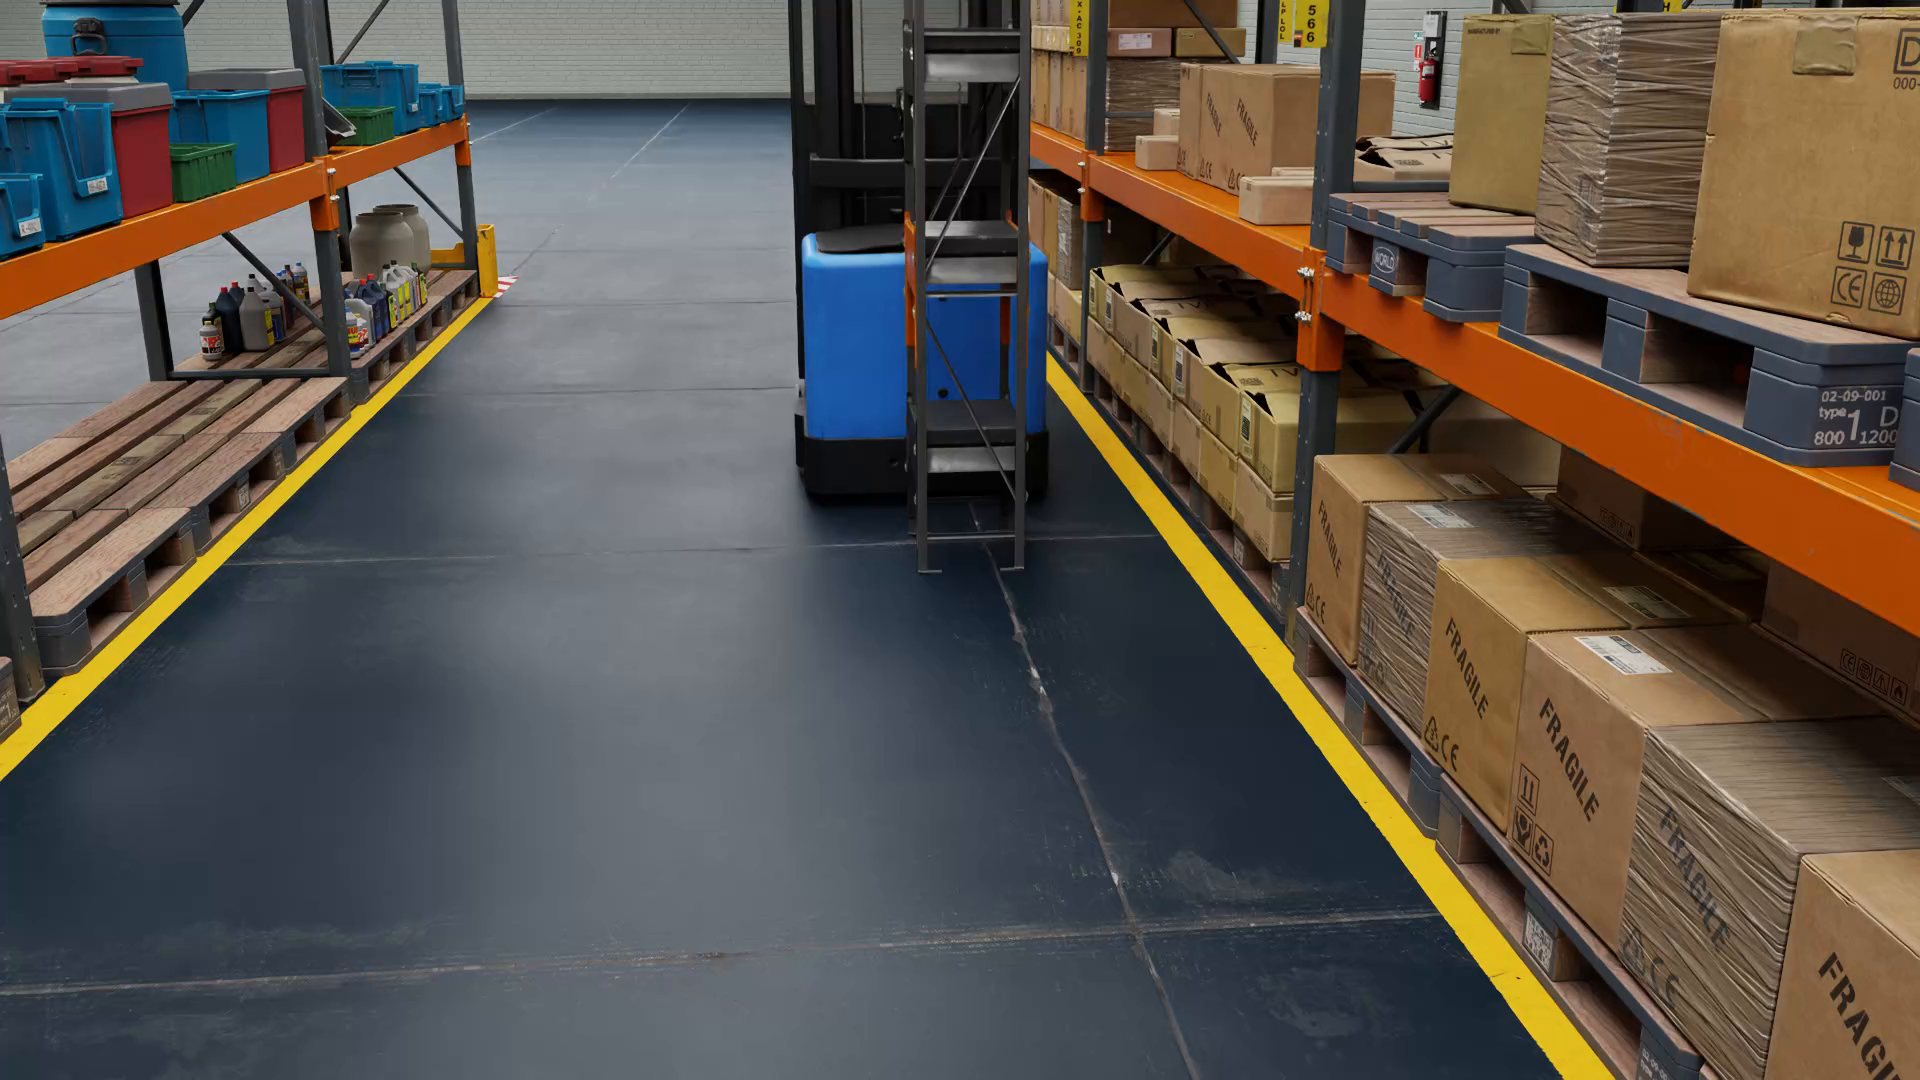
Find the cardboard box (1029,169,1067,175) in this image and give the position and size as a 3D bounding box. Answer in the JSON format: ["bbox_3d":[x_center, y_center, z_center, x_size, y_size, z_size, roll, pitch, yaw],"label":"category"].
[{"bbox_3d":[0.651,-2.395,11.934,0.500,0.500,0.500,-2,18,-6],"label":"cardboard box"}]

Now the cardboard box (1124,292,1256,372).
[{"bbox_3d":[1.072,-0.994,7.789,0.500,0.311,0.500,-2,18,-7],"label":"cardboard box"}]

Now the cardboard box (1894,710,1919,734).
[{"bbox_3d":[2.084,0.635,3.087,0.500,0.500,0.500,-2,17,-5],"label":"cardboard box"}]

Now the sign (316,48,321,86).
[{"bbox_3d":[-4.711,-3.428,12.128,0.100,0.325,0.005,-2,18,-6],"label":"sign"}]

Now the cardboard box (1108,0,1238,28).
[{"bbox_3d":[1.124,-3.071,9.118,0.700,0.500,0.500,-2,18,-5],"label":"cardboard box"}]

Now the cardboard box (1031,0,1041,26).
[{"bbox_3d":[0.864,-3.819,11.501,0.700,0.500,0.500,-2,18,-7],"label":"cardboard box"}]

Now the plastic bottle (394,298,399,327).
[{"bbox_3d":[-3.447,-1.390,10.033,0.097,0.201,0.097,0,17,0],"label":"plastic bottle"}]

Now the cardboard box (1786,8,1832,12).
[{"bbox_3d":[5.648,-3.152,10.675,0.500,0.500,0.500,-2,18,-7],"label":"cardboard box"}]

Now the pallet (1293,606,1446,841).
[{"bbox_3d":[1.628,0.474,4.816,1.003,0.211,1.213,-2,18,-6],"label":"pallet"}]

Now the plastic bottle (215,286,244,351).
[{"bbox_3d":[-4.104,-1.249,9.337,0.144,0.351,0.185,-2,18,-7],"label":"plastic bottle"}]

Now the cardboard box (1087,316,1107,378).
[{"bbox_3d":[0.971,-1.033,8.849,0.500,0.250,0.500,-2,18,-7],"label":"cardboard box"}]

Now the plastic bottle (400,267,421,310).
[{"bbox_3d":[-3.539,-1.613,10.619,0.152,0.276,0.135,-2,18,-5],"label":"plastic bottle"}]

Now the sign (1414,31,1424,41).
[{"bbox_3d":[5.824,-6.397,21.103,0.001,0.109,0.331,-2,18,-6],"label":"sign"}]

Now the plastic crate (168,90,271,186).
[{"bbox_3d":[-3.328,-1.794,7.409,0.392,0.384,0.575,-2,18,-6],"label":"plastic crate"}]

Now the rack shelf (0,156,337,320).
[{"bbox_3d":[-3.545,-1.181,6.633,1.077,0.370,4.000,-2,18,-6],"label":"rack shelf"}]

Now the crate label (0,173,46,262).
[{"bbox_3d":[-3.009,-0.986,5.089,0.303,0.233,0.416,-2,18,-6],"label":"crate label"}]

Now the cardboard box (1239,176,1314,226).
[{"bbox_3d":[1.221,-1.220,5.975,0.380,0.149,0.250,-2,18,-6],"label":"cardboard box"}]

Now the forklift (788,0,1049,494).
[{"bbox_3d":[-0.278,-1.986,8.111,1.130,2.935,3.031,-2,18,-5],"label":"forklift"}]

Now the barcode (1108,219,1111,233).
[{"bbox_3d":[0.788,-1.659,8.789,0.001,0.075,0.075,-2,18,-6],"label":"barcode"}]

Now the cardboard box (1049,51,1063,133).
[{"bbox_3d":[0.961,-2.911,10.775,0.700,0.500,0.500,-1,17,-4],"label":"cardboard box"}]

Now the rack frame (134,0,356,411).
[{"bbox_3d":[-3.751,-2.120,8.423,1.000,3.000,0.127,-2,18,-6],"label":"rack frame"}]

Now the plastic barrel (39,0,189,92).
[{"bbox_3d":[-4.013,-2.235,7.952,0.600,0.901,0.708,-2,18,-6],"label":"plastic barrel"}]

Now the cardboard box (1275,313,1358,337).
[{"bbox_3d":[1.660,-0.863,7.372,0.500,0.311,0.500,-2,18,-6],"label":"cardboard box"}]

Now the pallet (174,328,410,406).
[{"bbox_3d":[-3.779,-0.991,9.482,1.003,0.211,1.213,-2,18,-6],"label":"pallet"}]

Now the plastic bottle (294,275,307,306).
[{"bbox_3d":[-4.276,-1.606,10.723,0.097,0.201,0.097,0,17,0],"label":"plastic bottle"}]

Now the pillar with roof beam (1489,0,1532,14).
[{"bbox_3d":[1.722,-7.953,16.986,9.100,9.000,0.400,-2,18,-6],"label":"pillar with roof beam"}]

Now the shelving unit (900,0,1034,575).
[{"bbox_3d":[0.017,-0.952,6.205,0.431,2.100,0.503,-2,18,-6],"label":"shelving unit"}]

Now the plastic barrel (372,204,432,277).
[{"bbox_3d":[-4.020,-2.132,11.912,0.421,0.512,0.421,0,17,0],"label":"plastic barrel"}]

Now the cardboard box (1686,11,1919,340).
[{"bbox_3d":[1.758,-0.661,2.908,0.700,0.500,0.500,-6,19,-20],"label":"cardboard box"}]

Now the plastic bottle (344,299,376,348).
[{"bbox_3d":[-3.409,-1.235,9.415,0.152,0.276,0.135,-1,17,-4],"label":"plastic bottle"}]

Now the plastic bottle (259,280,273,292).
[{"bbox_3d":[-4.170,-1.416,9.991,0.152,0.276,0.135,-1,17,-5],"label":"plastic bottle"}]

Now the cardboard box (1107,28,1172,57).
[{"bbox_3d":[0.935,-2.704,9.032,0.380,0.149,0.250,-2,18,-6],"label":"cardboard box"}]

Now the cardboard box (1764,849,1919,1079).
[{"bbox_3d":[1.623,0.808,2.534,0.500,0.500,0.500,-2,18,-5],"label":"cardboard box"}]

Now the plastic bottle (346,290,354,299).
[{"bbox_3d":[-3.557,-1.321,9.698,0.097,0.271,0.097,0,17,0],"label":"plastic bottle"}]

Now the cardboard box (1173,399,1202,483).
[{"bbox_3d":[1.186,-0.422,6.902,0.500,0.250,0.500,-1,17,-4],"label":"cardboard box"}]

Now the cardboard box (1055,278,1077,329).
[{"bbox_3d":[0.869,-1.441,10.150,0.500,0.250,0.500,-2,18,-6],"label":"cardboard box"}]

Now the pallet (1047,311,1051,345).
[{"bbox_3d":[1.007,-1.544,11.244,1.003,0.211,1.213,-2,18,-6],"label":"pallet"}]

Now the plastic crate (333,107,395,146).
[{"bbox_3d":[-3.610,-2.432,9.771,0.450,0.188,0.662,-2,18,-6],"label":"plastic crate"}]

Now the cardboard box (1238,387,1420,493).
[{"bbox_3d":[1.290,-0.385,5.849,0.500,0.311,0.500,-1,17,-4],"label":"cardboard box"}]

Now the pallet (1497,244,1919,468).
[{"bbox_3d":[1.794,-0.410,3.295,1.003,0.211,1.213,-2,18,-6],"label":"pallet"}]

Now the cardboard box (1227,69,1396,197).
[{"bbox_3d":[1.399,-1.628,6.687,0.500,0.500,0.500,-3,18,-9],"label":"cardboard box"}]

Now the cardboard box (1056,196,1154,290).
[{"bbox_3d":[0.871,-1.799,10.038,0.500,0.500,0.500,-2,18,-6],"label":"cardboard box"}]

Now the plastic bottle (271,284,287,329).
[{"bbox_3d":[-4.058,-1.381,9.870,0.061,0.283,0.133,-2,18,-6],"label":"plastic bottle"}]

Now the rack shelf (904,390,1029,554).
[{"bbox_3d":[0.017,-0.272,6.419,0.431,0.518,0.480,-2,18,-6],"label":"rack shelf"}]

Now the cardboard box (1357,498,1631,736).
[{"bbox_3d":[1.411,0.202,4.463,0.500,0.500,0.500,-2,18,-8],"label":"cardboard box"}]

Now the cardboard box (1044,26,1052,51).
[{"bbox_3d":[0.748,-3.240,10.738,0.380,0.149,0.250,-2,18,-5],"label":"cardboard box"}]

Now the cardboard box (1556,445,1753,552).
[{"bbox_3d":[1.929,-0.168,4.390,0.500,0.250,0.500,-1,17,-4],"label":"cardboard box"}]

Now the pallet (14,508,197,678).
[{"bbox_3d":[-3.380,0.170,5.784,1.003,0.211,1.213,-2,18,-6],"label":"pallet"}]
